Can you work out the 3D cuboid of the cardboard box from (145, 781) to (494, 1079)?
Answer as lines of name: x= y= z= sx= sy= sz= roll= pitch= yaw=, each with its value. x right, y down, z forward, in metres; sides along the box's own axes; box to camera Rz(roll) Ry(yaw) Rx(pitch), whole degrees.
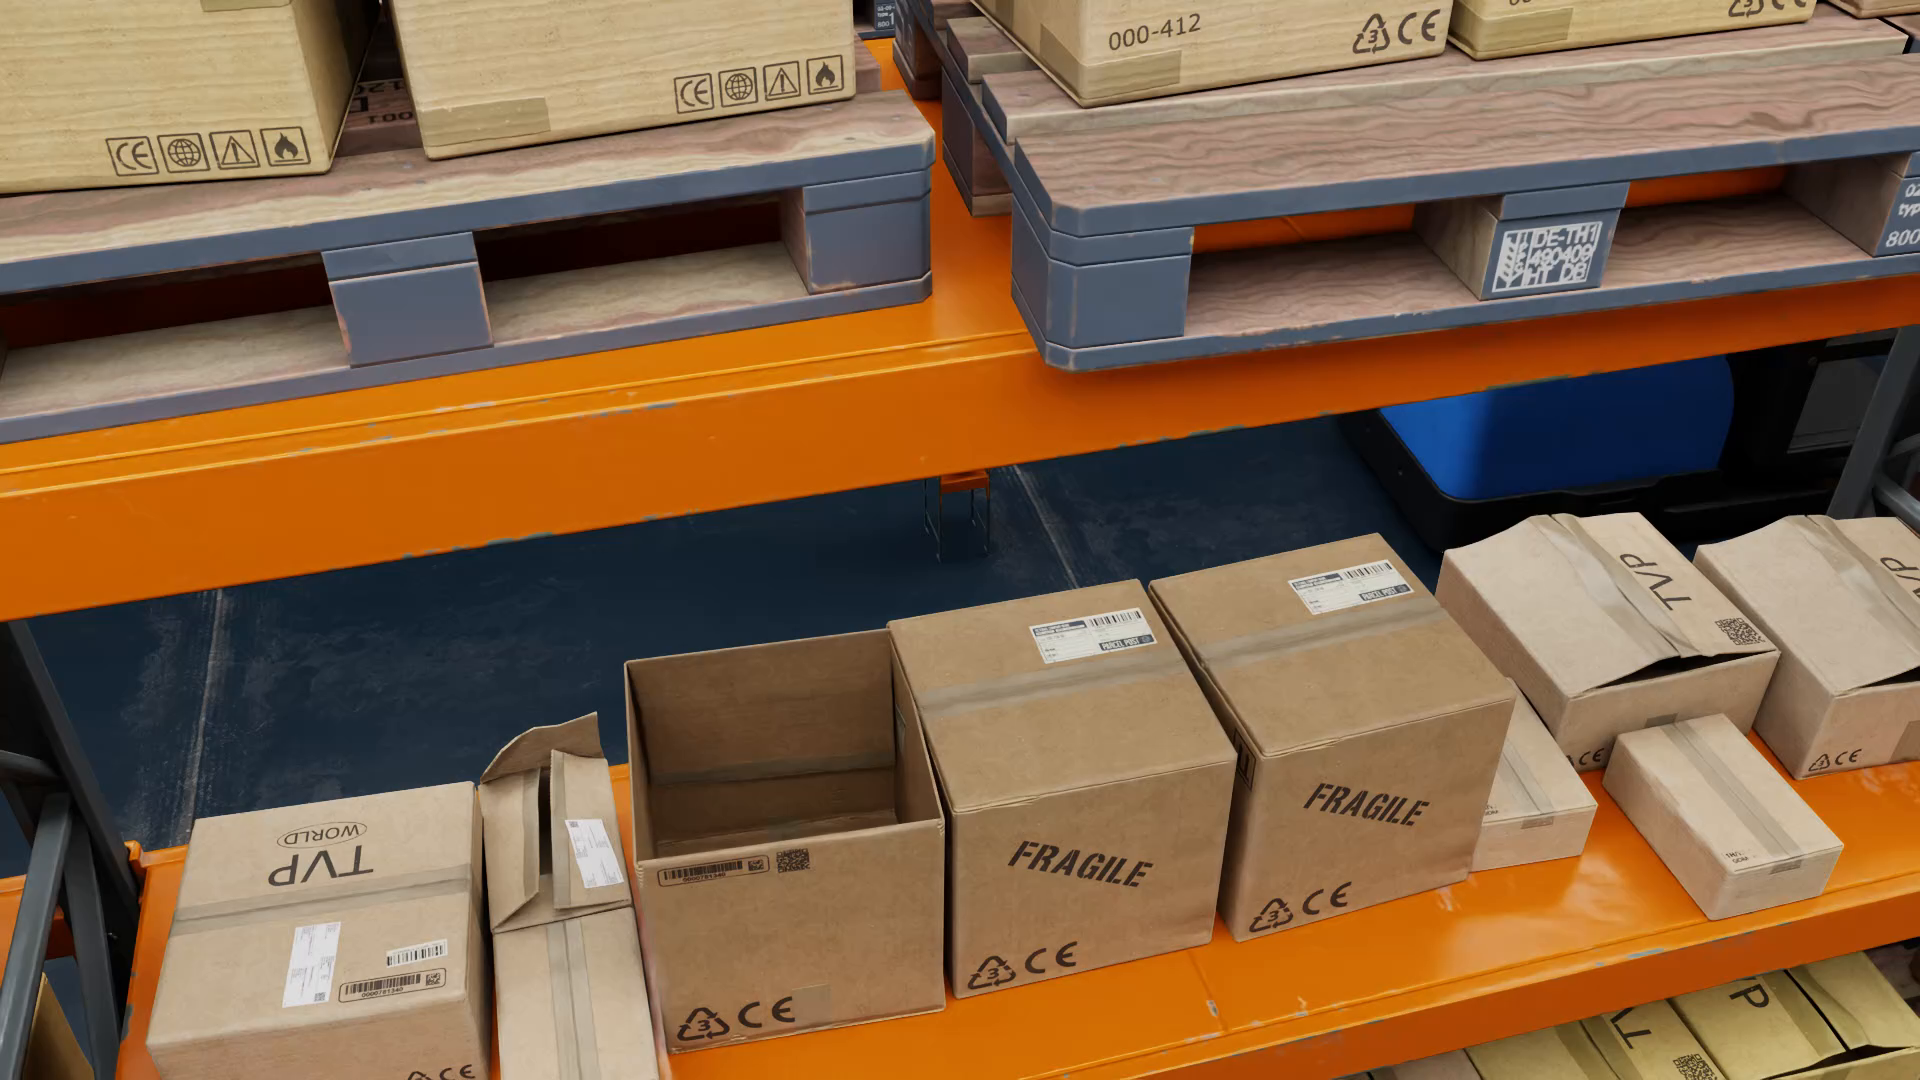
cardboard box: x=-1.107 y=0.724 z=2.958 sx=0.500 sy=0.250 sz=0.500 roll=-7 pitch=38 yaw=-9

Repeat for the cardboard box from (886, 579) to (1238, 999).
cardboard box: x=0.167 y=0.453 z=3.106 sx=0.500 sy=0.500 sz=0.500 roll=-9 pitch=38 yaw=-12

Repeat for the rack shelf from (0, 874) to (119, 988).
rack shelf: x=-3.501 y=1.371 z=2.582 sx=4.000 sy=0.370 sz=1.077 roll=-9 pitch=38 yaw=-12

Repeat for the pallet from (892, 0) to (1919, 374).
pallet: x=0.580 y=-0.643 z=2.308 sx=1.213 sy=0.211 sz=1.003 roll=-8 pitch=38 yaw=-10

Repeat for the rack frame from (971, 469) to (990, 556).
rack frame: x=0.074 y=-0.489 z=5.901 sx=0.006 sy=1.200 sz=0.240 roll=-9 pitch=38 yaw=-12

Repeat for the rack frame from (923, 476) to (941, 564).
rack frame: x=-0.102 y=-0.460 z=5.863 sx=0.006 sy=1.200 sz=0.240 roll=-9 pitch=38 yaw=-12

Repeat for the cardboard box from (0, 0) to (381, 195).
cardboard box: x=-0.973 y=-0.623 z=1.904 sx=0.500 sy=0.250 sz=0.500 roll=-6 pitch=38 yaw=-7

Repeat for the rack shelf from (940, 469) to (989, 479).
rack shelf: x=-0.014 y=-0.344 z=5.982 sx=0.180 sy=0.103 sz=0.258 roll=-9 pitch=38 yaw=-12

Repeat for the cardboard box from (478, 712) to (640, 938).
cardboard box: x=-0.770 y=0.574 z=3.141 sx=0.258 sy=0.266 sz=0.396 roll=-10 pitch=39 yaw=-13

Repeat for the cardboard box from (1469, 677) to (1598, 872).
cardboard box: x=1.075 y=0.469 z=3.374 sx=0.250 sy=0.149 sz=0.380 roll=-7 pitch=38 yaw=-9

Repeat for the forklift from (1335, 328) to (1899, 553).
forklift: x=3.102 y=-1.543 z=5.855 sx=3.031 sy=2.935 sz=1.130 roll=-8 pitch=38 yaw=-10

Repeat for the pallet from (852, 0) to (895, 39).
pallet: x=-0.904 y=-2.357 z=7.020 sx=1.213 sy=0.211 sz=1.003 roll=-9 pitch=38 yaw=-12

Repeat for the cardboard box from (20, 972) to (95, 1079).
cardboard box: x=-2.100 y=1.285 z=3.401 sx=0.500 sy=0.500 sz=0.500 roll=-9 pitch=38 yaw=-12

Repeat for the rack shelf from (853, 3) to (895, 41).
rack shelf: x=-0.935 y=-2.168 z=7.208 sx=4.000 sy=0.370 sz=1.077 roll=-9 pitch=38 yaw=-12

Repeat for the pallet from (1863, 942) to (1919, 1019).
pallet: x=3.022 y=1.146 z=4.578 sx=1.213 sy=0.211 sz=1.003 roll=-9 pitch=38 yaw=-12

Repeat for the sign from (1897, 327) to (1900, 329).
sign: x=2.141 y=-0.611 z=3.692 sx=0.005 sy=0.325 sz=0.100 roll=-9 pitch=38 yaw=-12

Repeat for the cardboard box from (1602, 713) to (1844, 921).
cardboard box: x=1.495 y=0.539 z=3.284 sx=0.250 sy=0.149 sz=0.380 roll=-9 pitch=38 yaw=-12

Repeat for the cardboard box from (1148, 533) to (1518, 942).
cardboard box: x=0.676 y=0.370 z=3.215 sx=0.500 sy=0.500 sz=0.500 roll=-11 pitch=39 yaw=-14

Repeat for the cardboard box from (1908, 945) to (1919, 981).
cardboard box: x=2.805 y=1.048 z=4.106 sx=0.500 sy=0.500 sz=0.500 roll=-8 pitch=38 yaw=-10

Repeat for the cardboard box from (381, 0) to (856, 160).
cardboard box: x=-0.444 y=-0.711 z=2.020 sx=0.500 sy=0.250 sz=0.500 roll=-13 pitch=39 yaw=-16

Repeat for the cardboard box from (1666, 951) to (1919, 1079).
cardboard box: x=1.850 y=1.064 z=3.846 sx=0.500 sy=0.311 sz=0.500 roll=-8 pitch=38 yaw=-11

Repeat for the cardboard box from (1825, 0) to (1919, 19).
cardboard box: x=1.367 y=-0.966 z=2.353 sx=0.500 sy=0.250 sz=0.500 roll=-8 pitch=38 yaw=-11

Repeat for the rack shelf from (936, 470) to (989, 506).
rack shelf: x=-0.014 y=-0.248 z=6.055 sx=0.180 sy=0.103 sz=0.258 roll=-9 pitch=38 yaw=-12

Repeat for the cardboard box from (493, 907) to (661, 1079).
cardboard box: x=-0.662 y=0.847 z=2.880 sx=0.250 sy=0.149 sz=0.380 roll=-9 pitch=38 yaw=-12

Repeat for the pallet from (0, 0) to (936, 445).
pallet: x=-0.722 y=-0.495 z=2.116 sx=1.217 sy=0.209 sz=0.805 roll=-11 pitch=39 yaw=-14

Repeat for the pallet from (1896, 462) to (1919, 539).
pallet: x=2.927 y=0.062 z=3.858 sx=1.003 sy=0.211 sz=1.213 roll=-9 pitch=38 yaw=-12

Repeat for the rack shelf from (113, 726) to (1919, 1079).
rack shelf: x=0.360 y=0.737 z=3.410 sx=4.000 sy=0.370 sz=1.077 roll=-9 pitch=38 yaw=-12

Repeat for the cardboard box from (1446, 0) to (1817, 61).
cardboard box: x=0.811 y=-0.882 z=2.243 sx=0.500 sy=0.250 sz=0.500 roll=-10 pitch=39 yaw=-13

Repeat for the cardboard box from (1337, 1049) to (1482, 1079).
cardboard box: x=0.862 y=1.229 z=3.631 sx=0.500 sy=0.311 sz=0.500 roll=-10 pitch=38 yaw=-12

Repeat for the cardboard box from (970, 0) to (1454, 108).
cardboard box: x=0.291 y=-0.797 z=2.133 sx=0.500 sy=0.250 sz=0.500 roll=-12 pitch=39 yaw=-16

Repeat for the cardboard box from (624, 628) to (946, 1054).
cardboard box: x=-0.316 y=0.533 z=3.002 sx=0.500 sy=0.500 sz=0.500 roll=-7 pitch=38 yaw=-9

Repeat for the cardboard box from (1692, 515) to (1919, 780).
cardboard box: x=1.929 y=0.202 z=3.591 sx=0.500 sy=0.311 sz=0.500 roll=-7 pitch=38 yaw=-9

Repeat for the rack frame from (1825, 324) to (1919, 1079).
rack frame: x=2.291 y=0.134 z=3.605 sx=0.127 sy=3.000 sz=1.000 roll=-9 pitch=38 yaw=-12

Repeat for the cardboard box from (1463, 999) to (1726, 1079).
cardboard box: x=1.350 y=1.151 z=3.733 sx=0.500 sy=0.311 sz=0.500 roll=-10 pitch=39 yaw=-13

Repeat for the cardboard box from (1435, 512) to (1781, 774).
cardboard box: x=1.377 y=0.198 z=3.596 sx=0.500 sy=0.311 sz=0.500 roll=-10 pitch=38 yaw=-12

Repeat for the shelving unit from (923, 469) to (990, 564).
shelving unit: x=-0.014 y=-0.474 z=5.882 sx=0.189 sy=1.200 sz=0.258 roll=-9 pitch=38 yaw=-12
